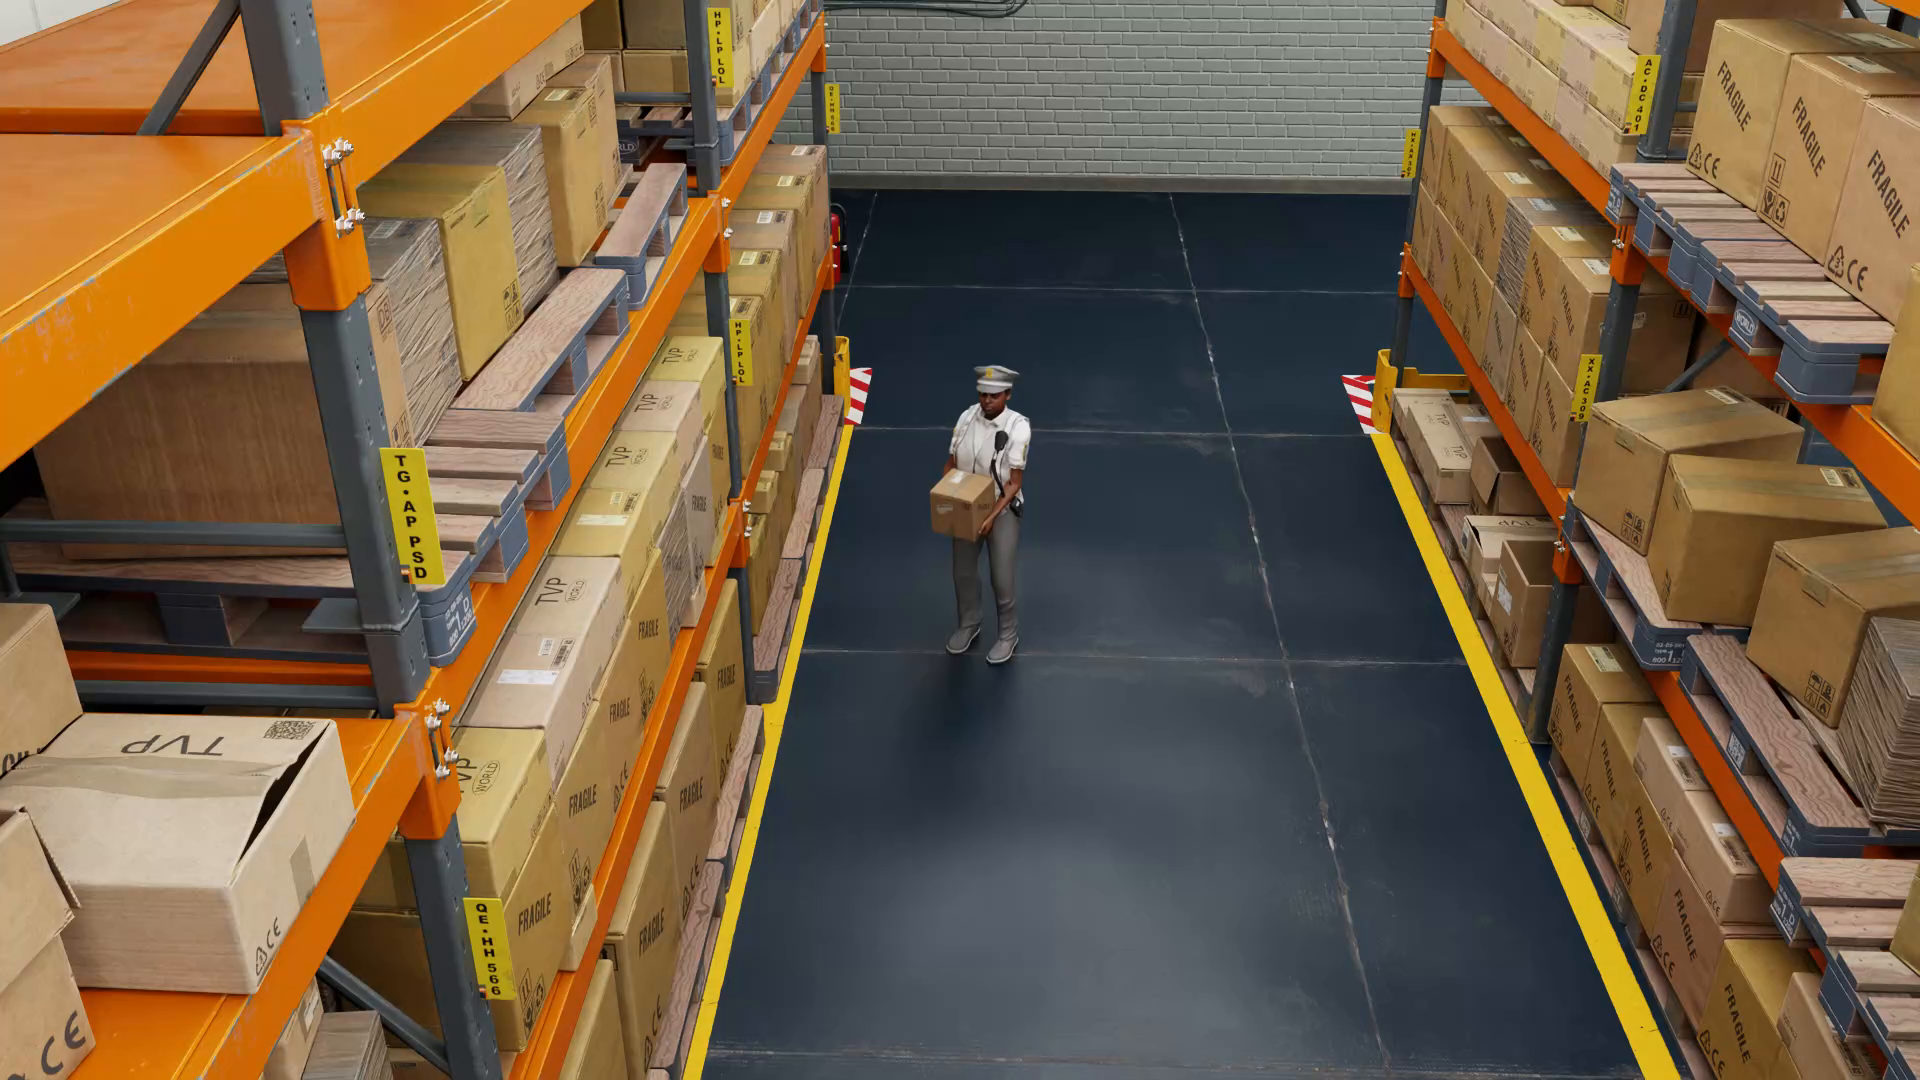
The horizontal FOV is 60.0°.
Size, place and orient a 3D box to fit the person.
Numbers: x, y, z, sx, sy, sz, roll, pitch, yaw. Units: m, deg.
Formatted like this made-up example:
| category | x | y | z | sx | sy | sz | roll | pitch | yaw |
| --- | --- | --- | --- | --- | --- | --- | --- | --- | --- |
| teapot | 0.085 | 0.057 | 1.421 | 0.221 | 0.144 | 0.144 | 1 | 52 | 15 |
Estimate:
| category | x | y | z | sx | sy | sz | roll | pitch | yaw |
| --- | --- | --- | --- | --- | --- | --- | --- | --- | --- |
| person | 0.104 | -0.122 | 8.827 | 0.451 | 1.689 | 0.527 | 14 | 31 | 25 |
